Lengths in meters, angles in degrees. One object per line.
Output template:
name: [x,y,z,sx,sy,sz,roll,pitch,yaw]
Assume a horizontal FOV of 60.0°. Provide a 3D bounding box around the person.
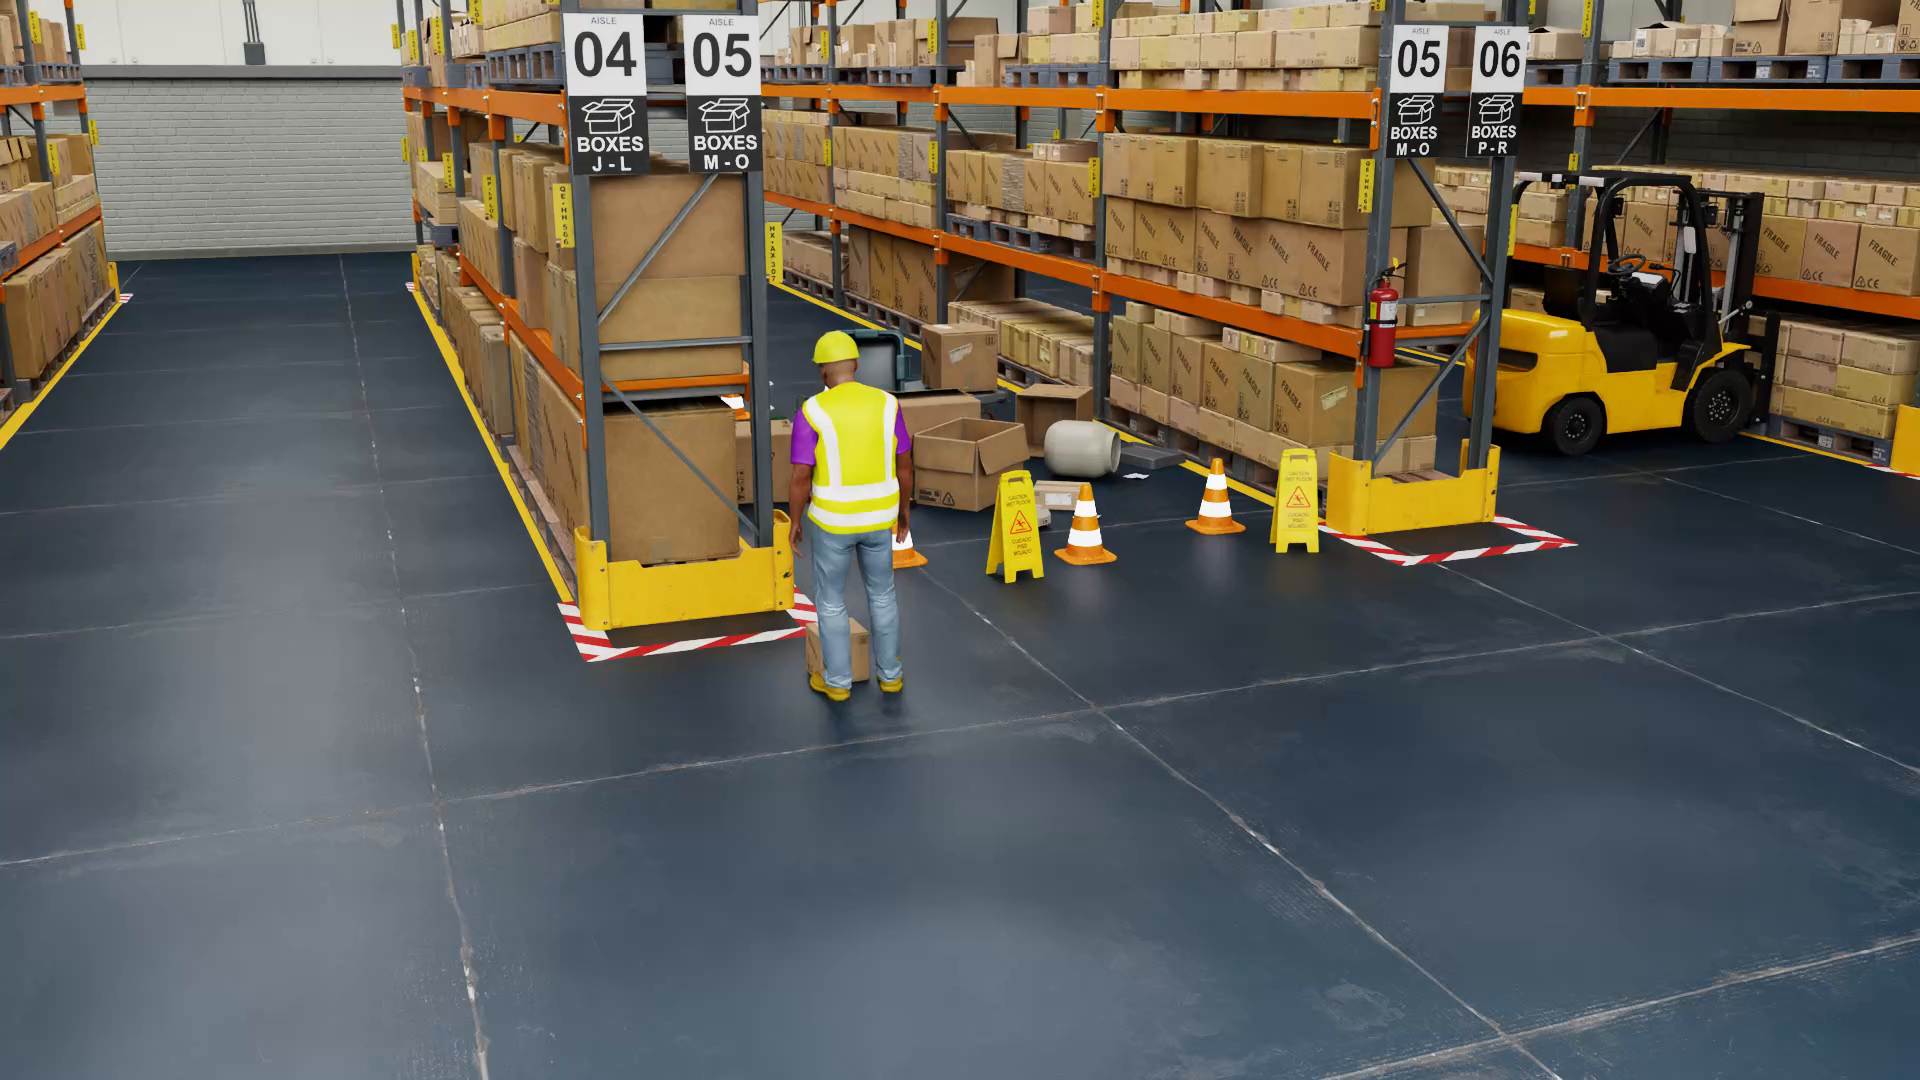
person: [-0.512,-0.114,7.910,0.626,1.756,0.461,-6,17,-20]
